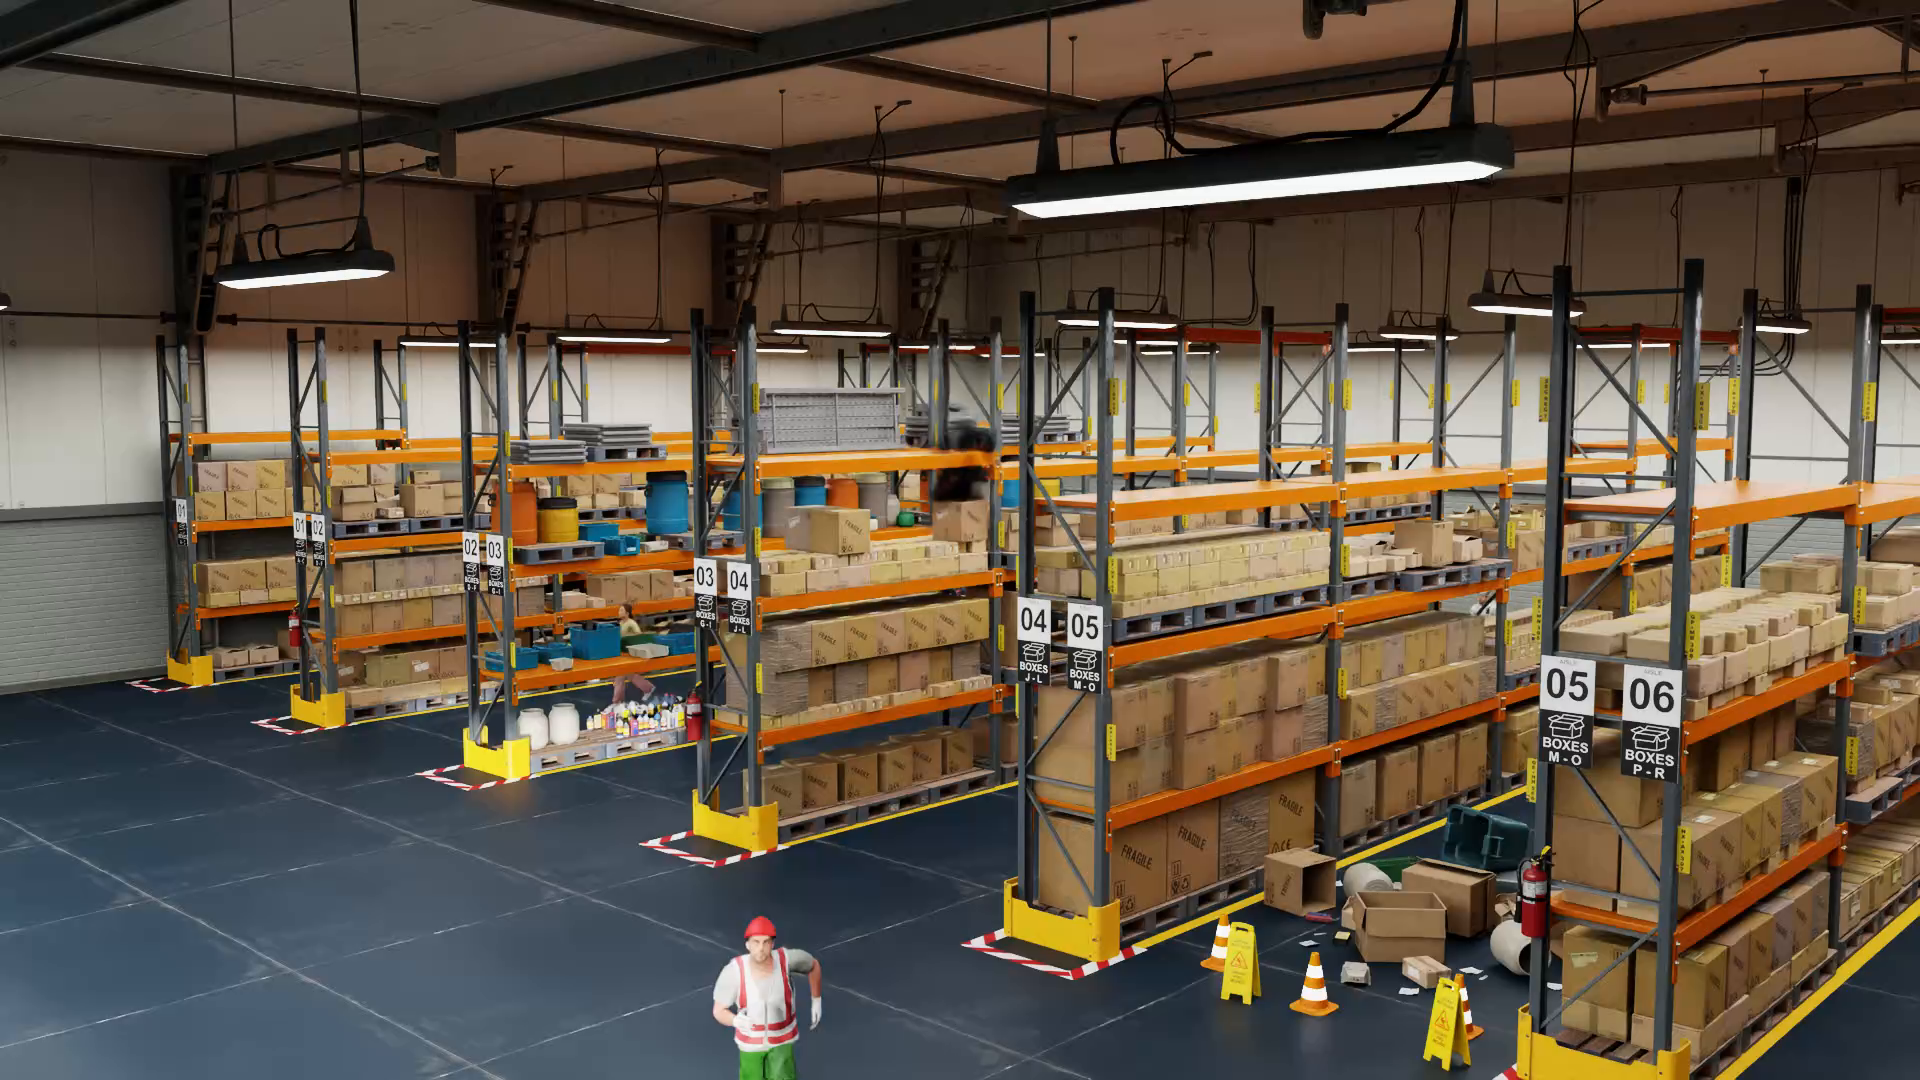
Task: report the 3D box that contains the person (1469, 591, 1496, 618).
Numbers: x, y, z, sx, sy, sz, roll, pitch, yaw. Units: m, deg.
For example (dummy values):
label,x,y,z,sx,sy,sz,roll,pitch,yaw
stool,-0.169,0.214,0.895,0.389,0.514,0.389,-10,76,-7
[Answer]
label,x,y,z,sx,sy,sz,roll,pitch,yaw
person,9.033,1.645,28.666,0.643,1.666,0.807,3,6,33

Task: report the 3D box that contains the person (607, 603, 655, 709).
label,x,y,z,sx,sy,sz,roll,pitch,yaw
person,-5.225,1.831,26.383,0.572,1.665,0.891,5,7,42

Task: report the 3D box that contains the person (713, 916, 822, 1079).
label,x,y,z,sx,sy,sz,roll,pitch,yaw
person,-1.238,3.262,10.744,0.697,1.742,0.805,-1,5,-5

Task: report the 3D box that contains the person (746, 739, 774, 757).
label,x,y,z,sx,sy,sz,roll,pitch,yaw
person,-2.655,2.002,21.502,0.647,1.808,0.720,4,7,36
